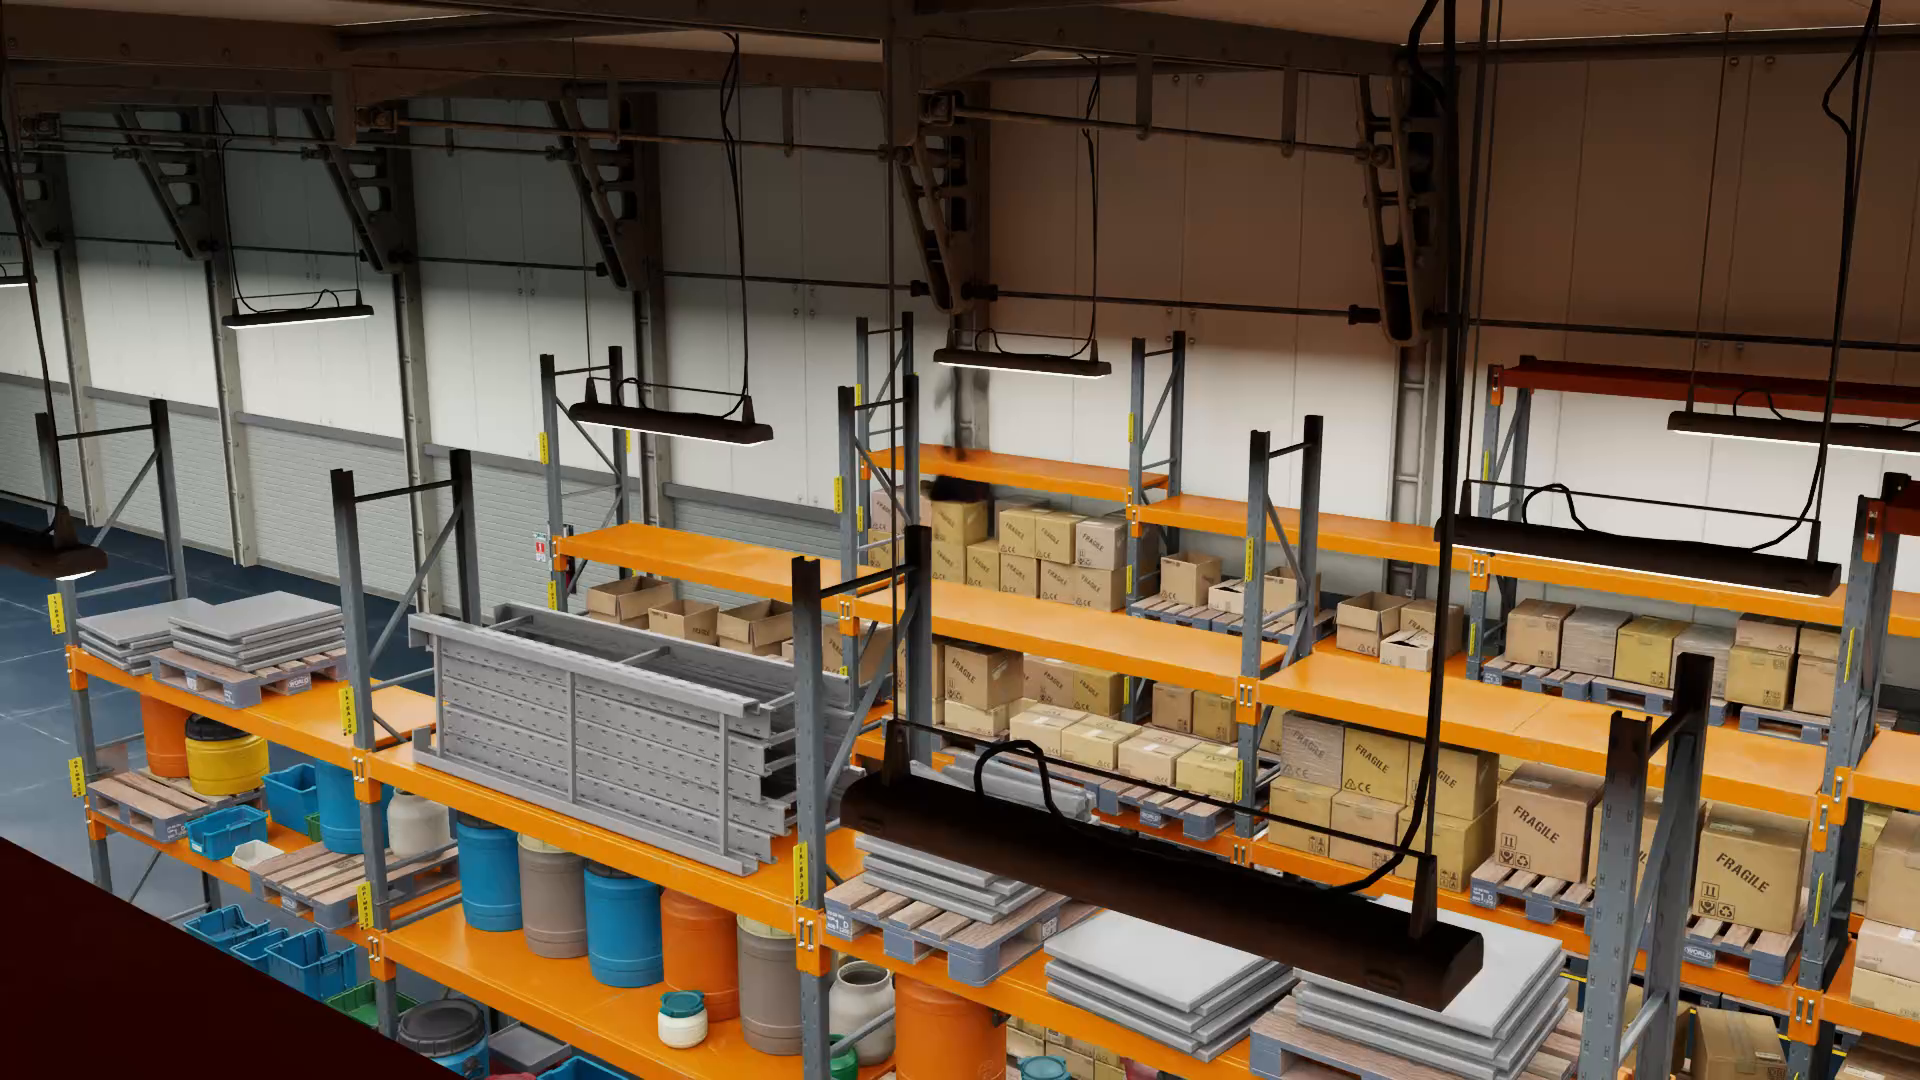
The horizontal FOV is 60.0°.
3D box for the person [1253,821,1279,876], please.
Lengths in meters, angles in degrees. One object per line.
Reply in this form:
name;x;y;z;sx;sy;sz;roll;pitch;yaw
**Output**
person;2.935;3.422;16.685;0.885;1.703;0.681;8;15;30
